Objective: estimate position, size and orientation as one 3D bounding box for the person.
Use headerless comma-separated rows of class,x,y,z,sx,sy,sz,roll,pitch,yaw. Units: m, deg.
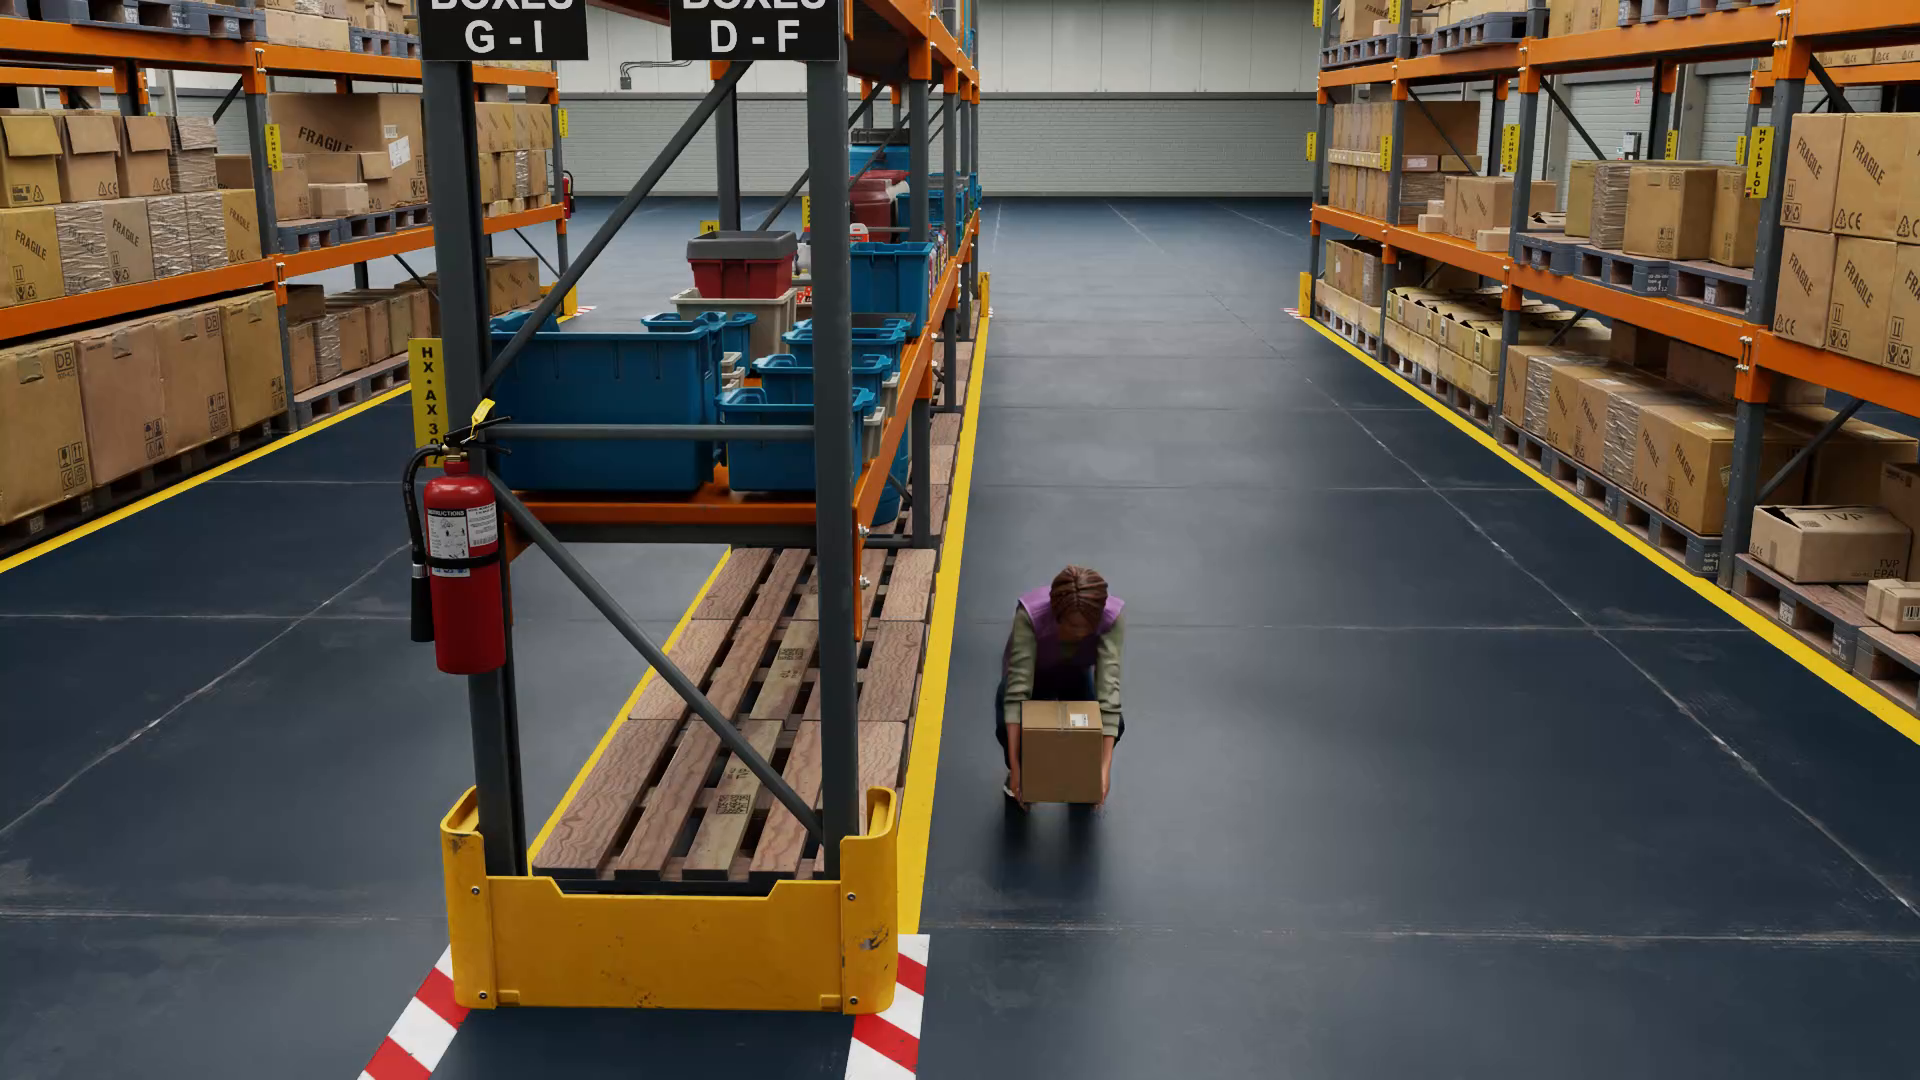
person,0.333,0.481,5.589,0.430,0.889,0.828,0,14,0
